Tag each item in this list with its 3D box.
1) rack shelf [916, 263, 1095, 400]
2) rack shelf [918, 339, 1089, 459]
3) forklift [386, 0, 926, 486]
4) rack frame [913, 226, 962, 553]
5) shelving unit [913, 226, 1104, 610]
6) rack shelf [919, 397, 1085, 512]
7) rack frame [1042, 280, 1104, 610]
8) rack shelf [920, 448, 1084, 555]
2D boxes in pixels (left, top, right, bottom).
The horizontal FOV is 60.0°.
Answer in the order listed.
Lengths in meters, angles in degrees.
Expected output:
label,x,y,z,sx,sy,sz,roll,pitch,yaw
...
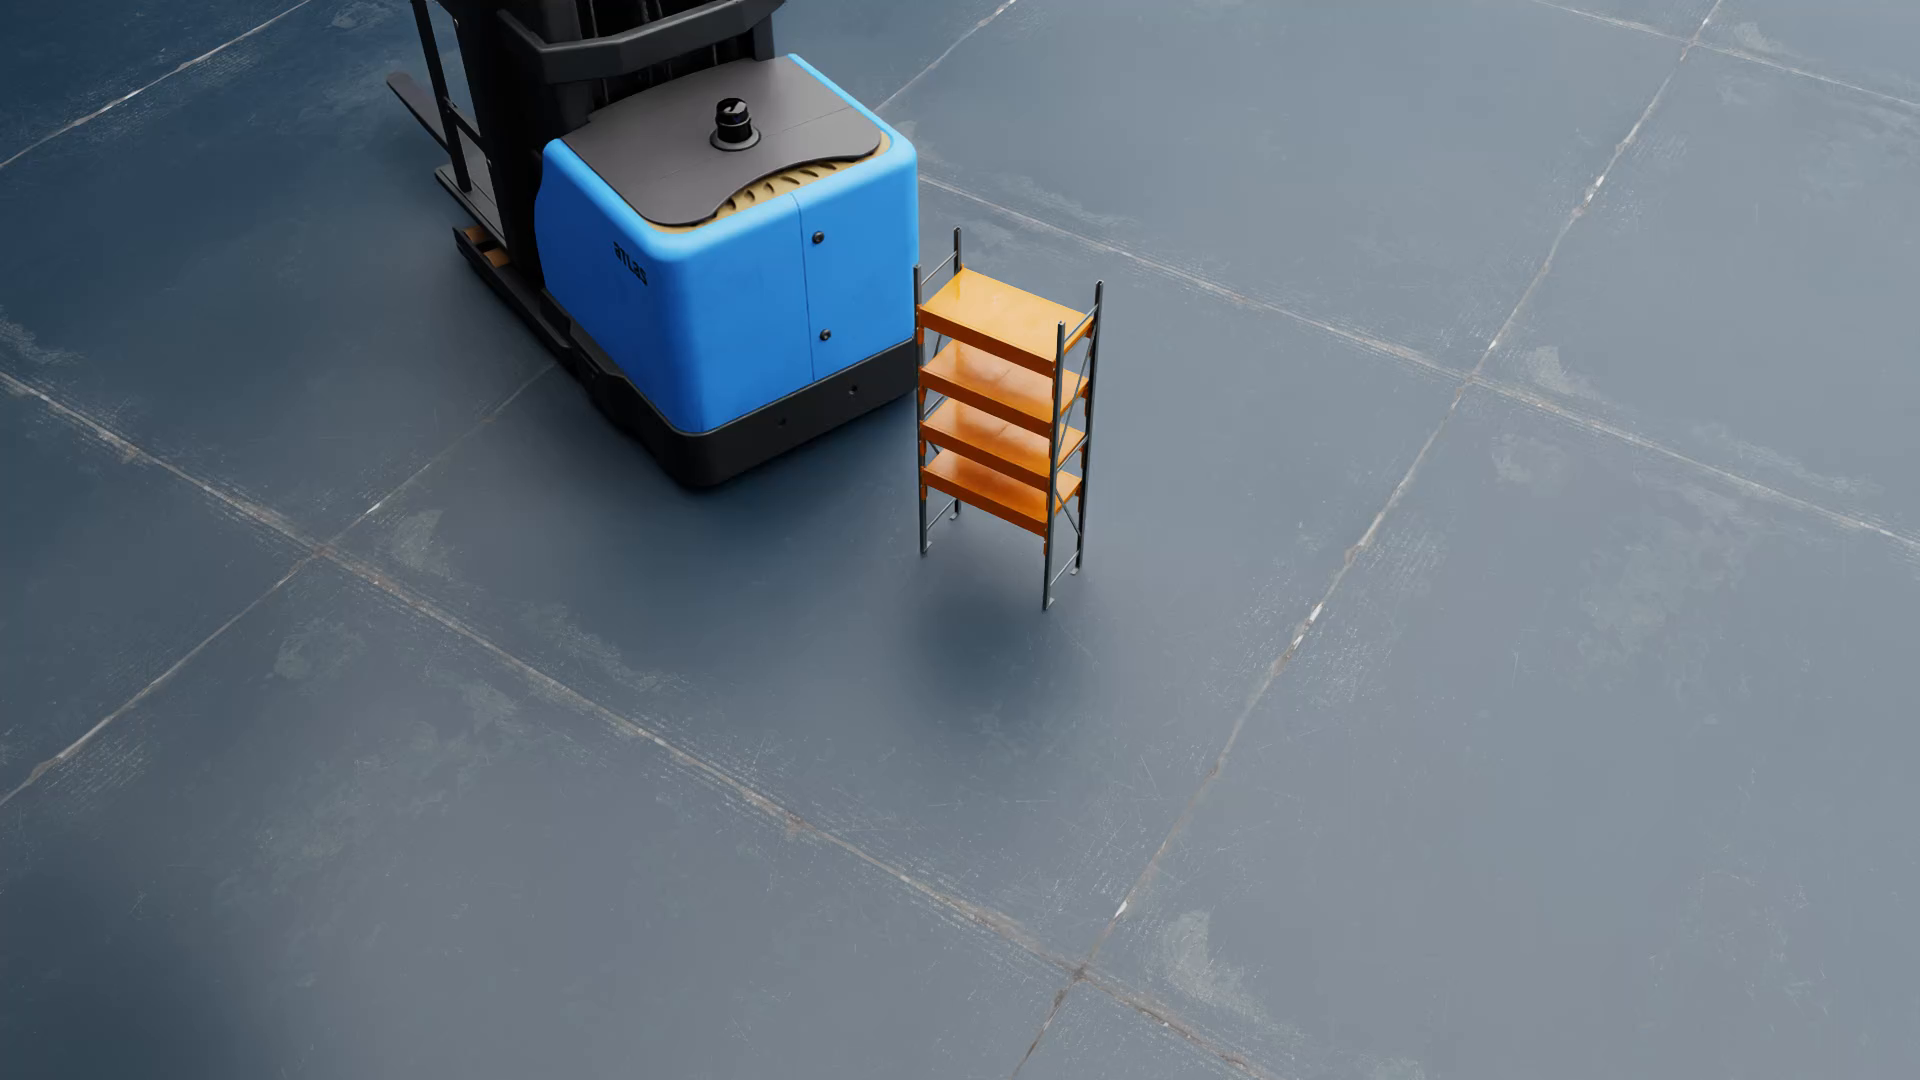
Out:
label,x,y,z,sx,sy,sz,roll,pitch,yaw
rack shelf,0.139,-0.628,4.976,0.480,0.148,0.258,25,51,22
rack shelf,0.139,-0.463,5.145,0.480,0.148,0.258,25,51,22
forklift,-1.409,-2.224,5.867,1.130,2.935,3.031,-28,52,-25
rack frame,-0.066,-0.449,5.349,0.015,1.200,0.240,25,51,22
shelving unit,0.139,-0.354,5.257,0.503,1.200,0.258,25,51,22
rack shelf,0.139,-0.307,5.306,0.480,0.148,0.258,25,51,22
rack frame,0.345,-0.260,5.166,0.015,1.200,0.240,25,51,22
rack shelf,0.139,-0.169,5.448,0.480,0.148,0.258,25,51,22
